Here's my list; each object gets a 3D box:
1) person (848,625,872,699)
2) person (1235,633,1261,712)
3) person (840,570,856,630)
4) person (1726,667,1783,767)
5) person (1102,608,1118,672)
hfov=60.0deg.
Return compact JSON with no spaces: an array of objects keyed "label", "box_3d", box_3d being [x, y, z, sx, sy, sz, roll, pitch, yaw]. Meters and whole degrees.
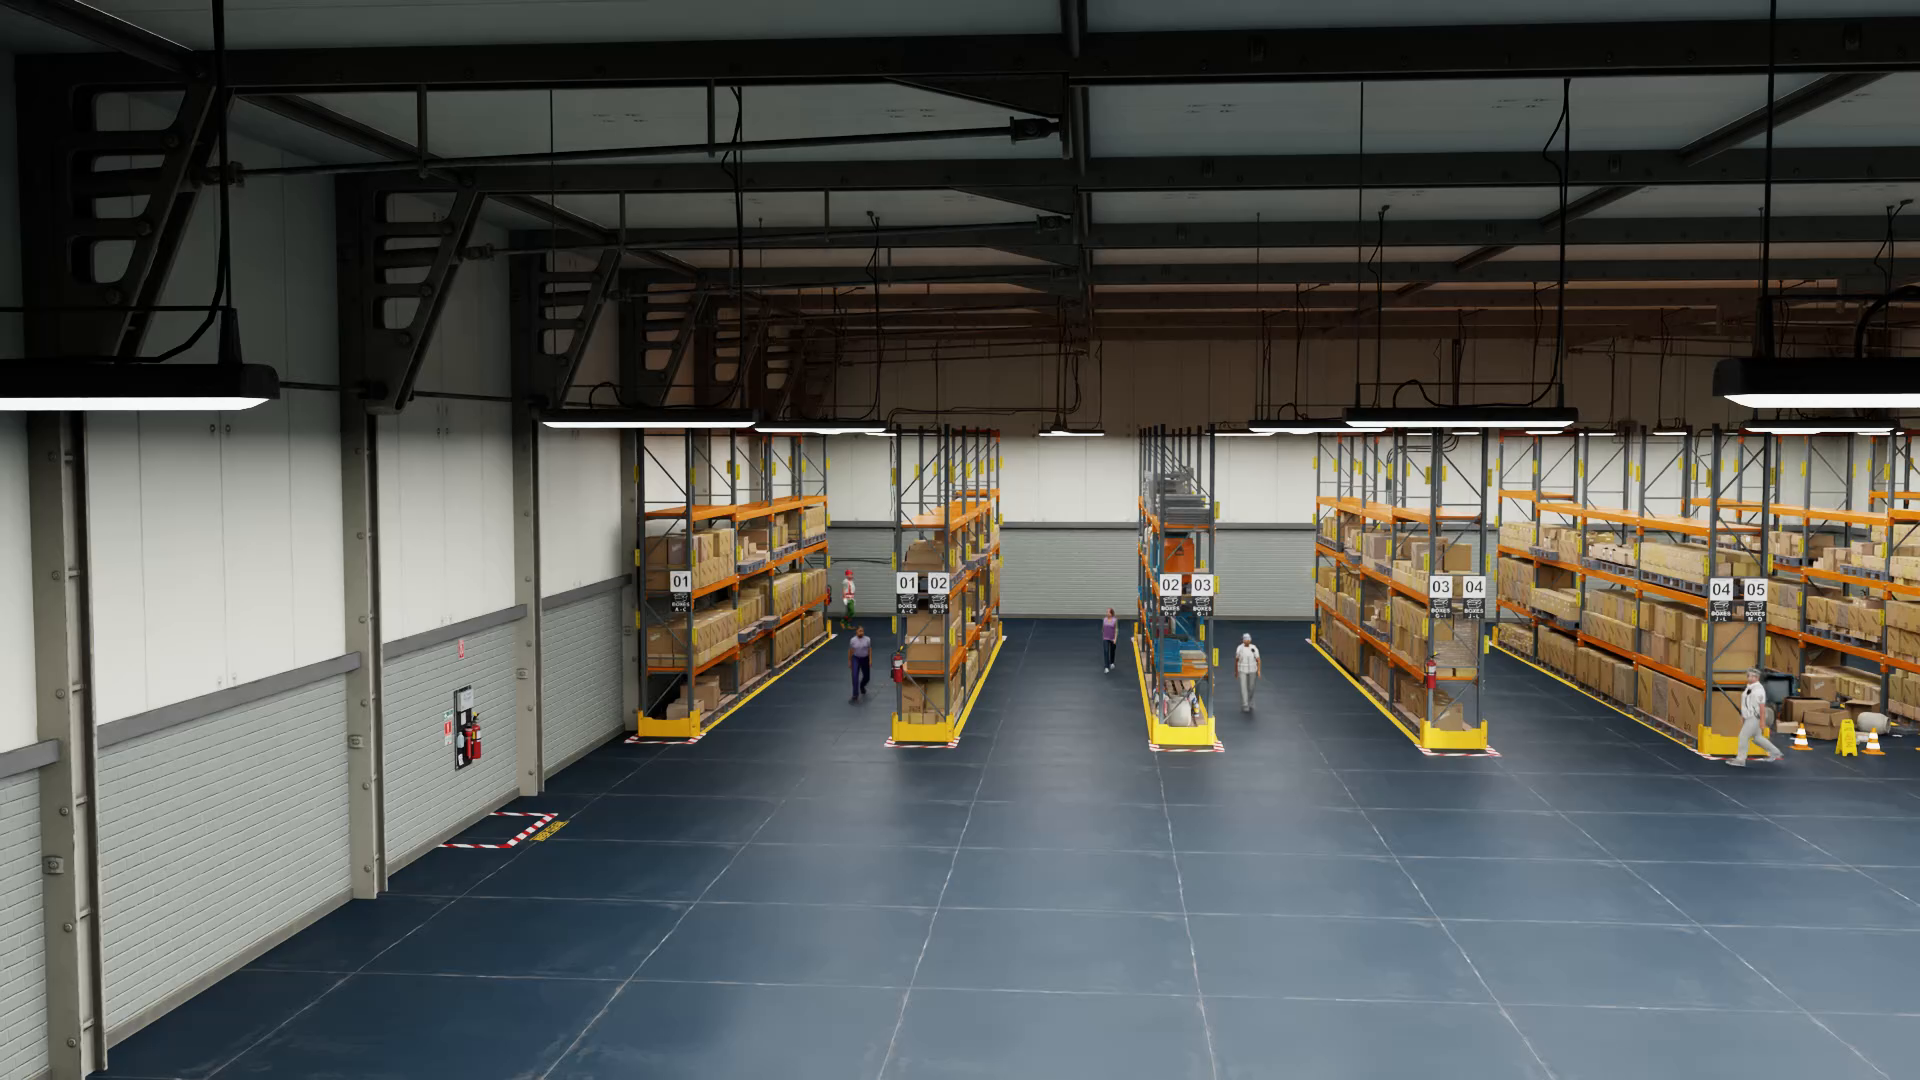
[{"label":"person","box_3d":[-2.202,2.680,36.691,0.514,1.608,0.840,-1,4,-11]},{"label":"person","box_3d":[6.060,2.770,34.900,0.504,1.611,0.974,0,3,1]},{"label":"person","box_3d":[-3.351,1.792,49.647,0.471,1.787,0.582,1,4,10]},{"label":"person","box_3d":[13.885,3.081,29.008,1.019,1.727,0.539,0,3,5]},{"label":"person","box_3d":[3.692,2.445,40.844,0.392,1.534,0.969,0,3,5]}]
